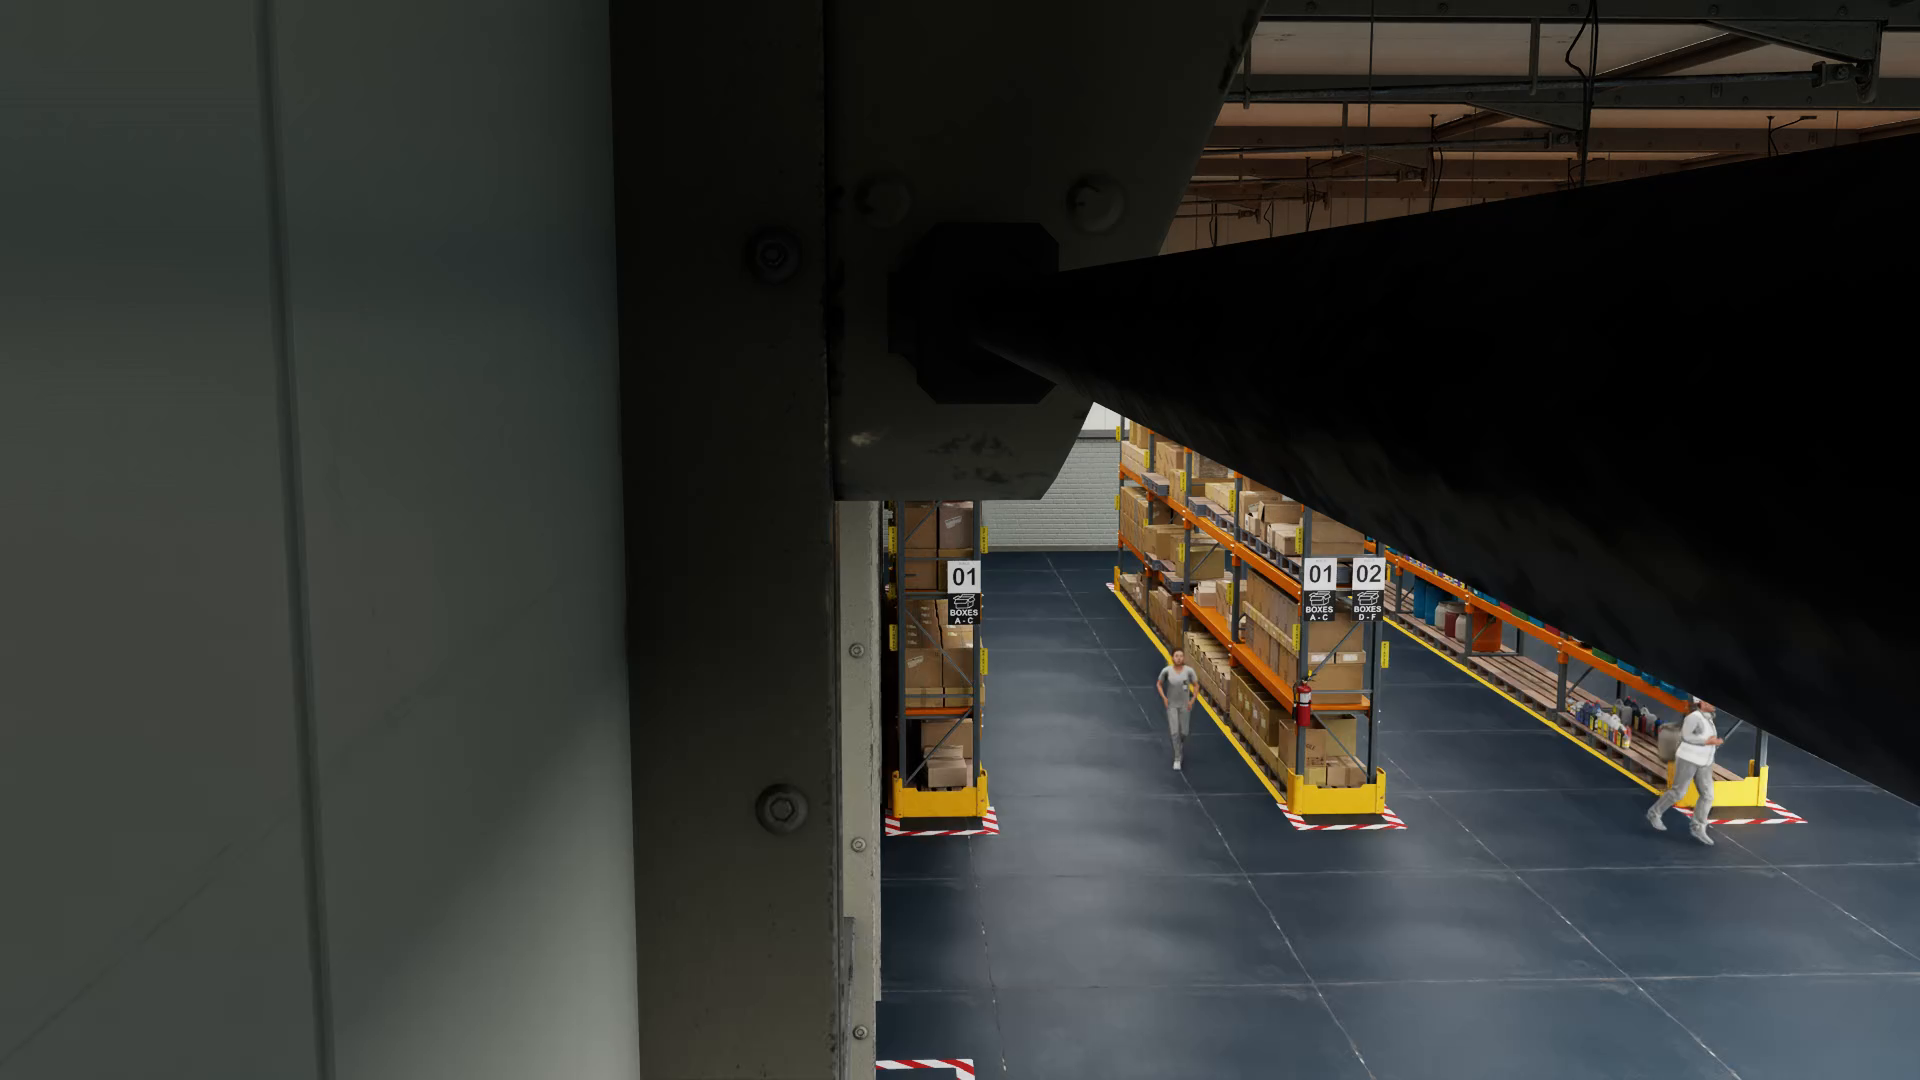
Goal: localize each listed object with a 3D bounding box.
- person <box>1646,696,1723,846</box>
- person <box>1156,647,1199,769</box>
[{"bbox_3d":[8.716,2.638,19.735,0.676,1.779,0.831,-6,10,-35],"label":"person"},{"bbox_3d":[2.977,2.267,22.775,0.583,1.630,0.702,0,8,3],"label":"person"}]
